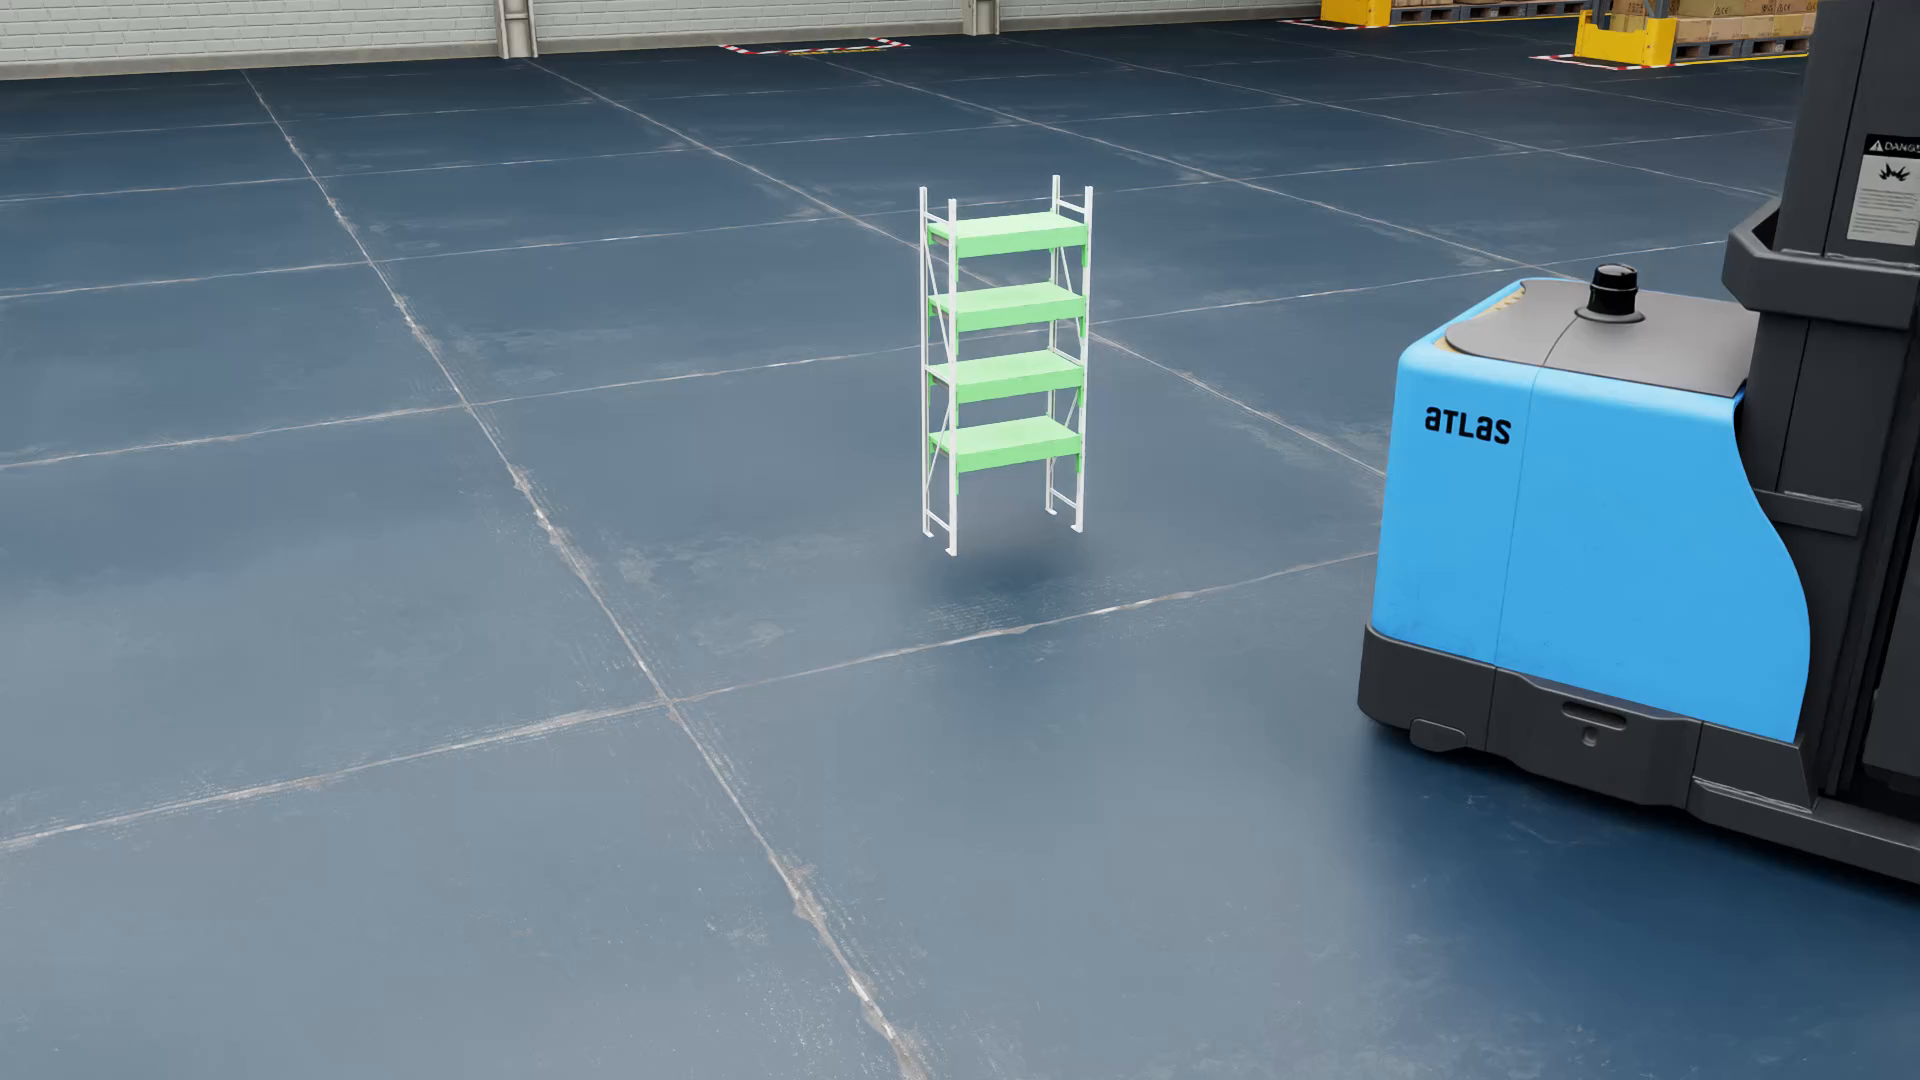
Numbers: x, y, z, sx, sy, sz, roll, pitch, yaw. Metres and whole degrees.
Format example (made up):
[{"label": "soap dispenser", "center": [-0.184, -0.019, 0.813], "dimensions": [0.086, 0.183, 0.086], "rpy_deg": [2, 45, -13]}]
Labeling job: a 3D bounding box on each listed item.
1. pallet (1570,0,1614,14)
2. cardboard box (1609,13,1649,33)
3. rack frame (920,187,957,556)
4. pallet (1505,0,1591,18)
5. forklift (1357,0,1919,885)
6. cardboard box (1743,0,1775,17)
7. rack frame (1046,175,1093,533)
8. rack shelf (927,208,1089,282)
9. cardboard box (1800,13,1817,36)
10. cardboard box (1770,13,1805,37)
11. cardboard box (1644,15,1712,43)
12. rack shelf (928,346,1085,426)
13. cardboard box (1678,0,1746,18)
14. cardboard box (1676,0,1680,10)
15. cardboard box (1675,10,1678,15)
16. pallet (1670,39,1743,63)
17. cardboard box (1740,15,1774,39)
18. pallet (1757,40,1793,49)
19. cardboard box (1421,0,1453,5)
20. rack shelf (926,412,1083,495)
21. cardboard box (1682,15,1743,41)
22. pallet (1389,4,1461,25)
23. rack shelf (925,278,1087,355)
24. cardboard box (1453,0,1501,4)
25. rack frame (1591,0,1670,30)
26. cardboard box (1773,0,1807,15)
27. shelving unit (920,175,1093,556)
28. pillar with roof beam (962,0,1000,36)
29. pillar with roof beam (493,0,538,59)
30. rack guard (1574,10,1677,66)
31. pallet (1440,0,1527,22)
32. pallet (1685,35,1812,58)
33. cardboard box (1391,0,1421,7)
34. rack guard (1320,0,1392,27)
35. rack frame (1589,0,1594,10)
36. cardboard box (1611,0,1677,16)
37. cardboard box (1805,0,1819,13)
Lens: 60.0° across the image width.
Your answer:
[{"label": "pallet", "center": [9.729, -8.088, 25.014], "dimensions": [1.213, 0.211, 1.003], "rpy_deg": [-10, 25, -24]}, {"label": "cardboard box", "center": [7.931, -5.991, 19.348], "dimensions": [0.500, 0.250, 0.500], "rpy_deg": [-10, 25, -24]}, {"label": "rack frame", "center": [-0.071, -0.541, 5.489], "dimensions": [0.015, 1.200, 0.240], "rpy_deg": [-10, 25, -24]}, {"label": "pallet", "center": [8.439, -7.835, 24.402], "dimensions": [1.213, 0.211, 1.003], "rpy_deg": [-10, 25, -24]}, {"label": "forklift", "center": [2.572, -0.660, 3.513], "dimensions": [3.031, 2.935, 1.130], "rpy_deg": [15, 27, 32]}, {"label": "cardboard box", "center": [9.050, -6.330, 19.186], "dimensions": [0.500, 0.500, 0.500], "rpy_deg": [-10, 25, -24]}, {"label": "rack frame", "center": [0.369, -0.622, 5.685], "dimensions": [0.015, 1.200, 0.240], "rpy_deg": [-10, 25, -24]}, {"label": "rack shelf", "center": [0.149, -0.966, 5.428], "dimensions": [0.480, 0.148, 0.258], "rpy_deg": [-10, 25, -24]}, {"label": "cardboard box", "center": [9.958, -6.144, 19.717], "dimensions": [0.500, 0.250, 0.500], "rpy_deg": [-10, 25, -24]}, {"label": "cardboard box", "center": [9.508, -6.061, 19.516], "dimensions": [0.500, 0.250, 0.500], "rpy_deg": [-10, 25, -24]}, {"label": "cardboard box", "center": [8.156, -5.813, 18.917], "dimensions": [0.500, 0.250, 0.500], "rpy_deg": [-10, 25, -24]}, {"label": "rack shelf", "center": [0.149, -0.523, 5.611], "dimensions": [0.480, 0.148, 0.258], "rpy_deg": [-10, 25, -24]}, {"label": "cardboard box", "center": [8.605, -6.243, 18.975], "dimensions": [0.500, 0.500, 0.500], "rpy_deg": [-10, 25, -24]}, {"label": "cardboard box", "center": [8.825, -6.509, 19.619], "dimensions": [0.500, 0.500, 0.500], "rpy_deg": [-10, 25, -24]}, {"label": "cardboard box", "center": [8.376, -6.078, 19.558], "dimensions": [0.500, 0.250, 0.500], "rpy_deg": [-10, 25, -24]}, {"label": "pallet", "center": [8.247, -5.730, 19.316], "dimensions": [1.213, 0.211, 1.003], "rpy_deg": [-10, 25, -24]}, {"label": "cardboard box", "center": [9.055, -5.980, 19.320], "dimensions": [0.500, 0.250, 0.500], "rpy_deg": [-10, 25, -24]}, {"label": "pallet", "center": [10.445, -6.135, 20.294], "dimensions": [1.213, 0.211, 1.003], "rpy_deg": [-10, 25, -24]}, {"label": "cardboard box", "center": [6.600, -7.723, 23.425], "dimensions": [0.500, 0.311, 0.500], "rpy_deg": [-8, 24, -19]}, {"label": "rack shelf", "center": [0.149, -0.301, 5.703], "dimensions": [0.480, 0.148, 0.258], "rpy_deg": [-10, 25, -24]}, {"label": "cardboard box", "center": [8.605, -5.897, 19.120], "dimensions": [0.500, 0.250, 0.500], "rpy_deg": [-10, 25, -24]}, {"label": "pallet", "center": [6.240, -7.430, 23.424], "dimensions": [1.213, 0.211, 1.003], "rpy_deg": [-10, 25, -24]}, {"label": "rack shelf", "center": [0.149, -0.745, 5.519], "dimensions": [0.480, 0.148, 0.258], "rpy_deg": [-10, 25, -24]}, {"label": "cardboard box", "center": [7.283, -7.915, 23.641], "dimensions": [0.500, 0.500, 0.700], "rpy_deg": [-12, 25, -27]}, {"label": "rack frame", "center": [7.576, -6.877, 18.441], "dimensions": [0.127, 3.000, 1.000], "rpy_deg": [-10, 25, -24]}, {"label": "cardboard box", "center": [9.508, -6.407, 19.372], "dimensions": [0.500, 0.500, 0.500], "rpy_deg": [-10, 25, -24]}, {"label": "shelving unit", "center": [0.149, -0.582, 5.587], "dimensions": [0.503, 1.200, 0.258], "rpy_deg": [-10, 25, -24]}, {"label": "pillar with roof beam", "center": [2.140, -9.291, 16.429], "dimensions": [0.400, 9.000, 9.100], "rpy_deg": [-10, 25, -24]}, {"label": "pillar with roof beam", "center": [-3.266, -8.295, 14.025], "dimensions": [0.400, 9.000, 9.100], "rpy_deg": [-10, 25, -24]}, {"label": "rack guard", "center": [7.554, -5.718, 18.910], "dimensions": [0.348, 0.500, 1.175], "rpy_deg": [-10, 25, -24]}, {"label": "pallet", "center": [7.338, -7.631, 23.909], "dimensions": [1.213, 0.211, 1.003], "rpy_deg": [-10, 25, -24]}, {"label": "pallet", "center": [9.345, -5.931, 19.801], "dimensions": [1.213, 0.211, 1.003], "rpy_deg": [-10, 25, -24]}, {"label": "cardboard box", "center": [6.087, -7.628, 23.197], "dimensions": [0.500, 0.311, 0.500], "rpy_deg": [-14, 26, -30]}, {"label": "rack guard", "center": [5.493, -7.441, 23.073], "dimensions": [0.348, 0.500, 1.175], "rpy_deg": [-10, 25, -24]}, {"label": "rack frame", "center": [9.028, -9.247, 24.167], "dimensions": [0.127, 3.000, 1.000], "rpy_deg": [-10, 25, -24]}, {"label": "cardboard box", "center": [7.930, -6.338, 19.206], "dimensions": [0.500, 0.500, 0.500], "rpy_deg": [-10, 25, -24]}, {"label": "cardboard box", "center": [9.953, -6.495, 19.585], "dimensions": [0.500, 0.500, 0.500], "rpy_deg": [-10, 25, -24]}]
